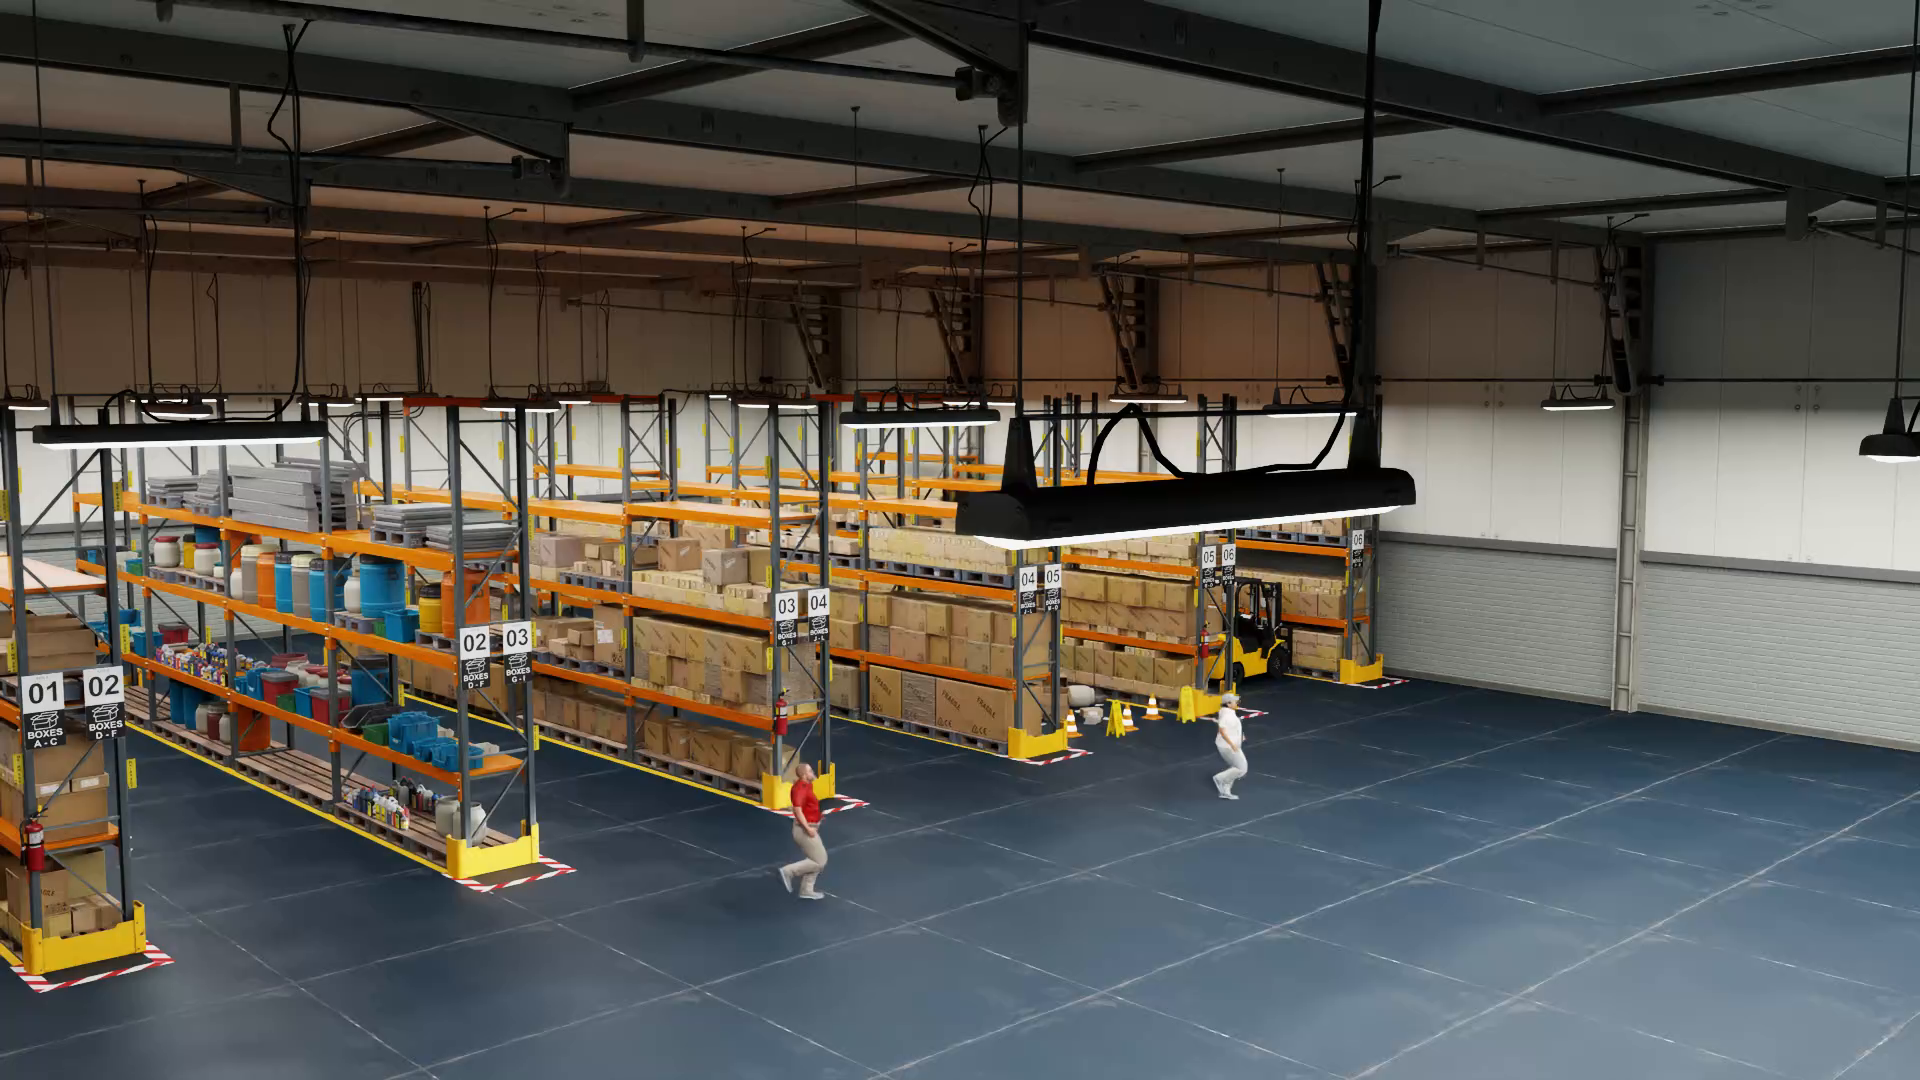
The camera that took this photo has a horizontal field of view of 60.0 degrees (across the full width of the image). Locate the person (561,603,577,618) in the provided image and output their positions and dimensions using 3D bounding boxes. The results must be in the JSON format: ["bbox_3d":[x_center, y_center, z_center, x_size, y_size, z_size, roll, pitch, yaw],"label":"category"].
[{"bbox_3d":[-9.769,1.583,41.183,0.847,1.564,0.651,-1,6,-14],"label":"person"}]

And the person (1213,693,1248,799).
[{"bbox_3d":[4.064,3.112,25.082,0.546,1.626,0.615,0,6,-1],"label":"person"}]

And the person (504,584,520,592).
[{"bbox_3d":[-10.713,1.625,39.873,0.744,1.775,0.952,3,6,32],"label":"person"}]

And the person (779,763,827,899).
[{"bbox_3d":[-1.911,3.552,20.215,0.597,1.692,0.703,-1,6,-11],"label":"person"}]
